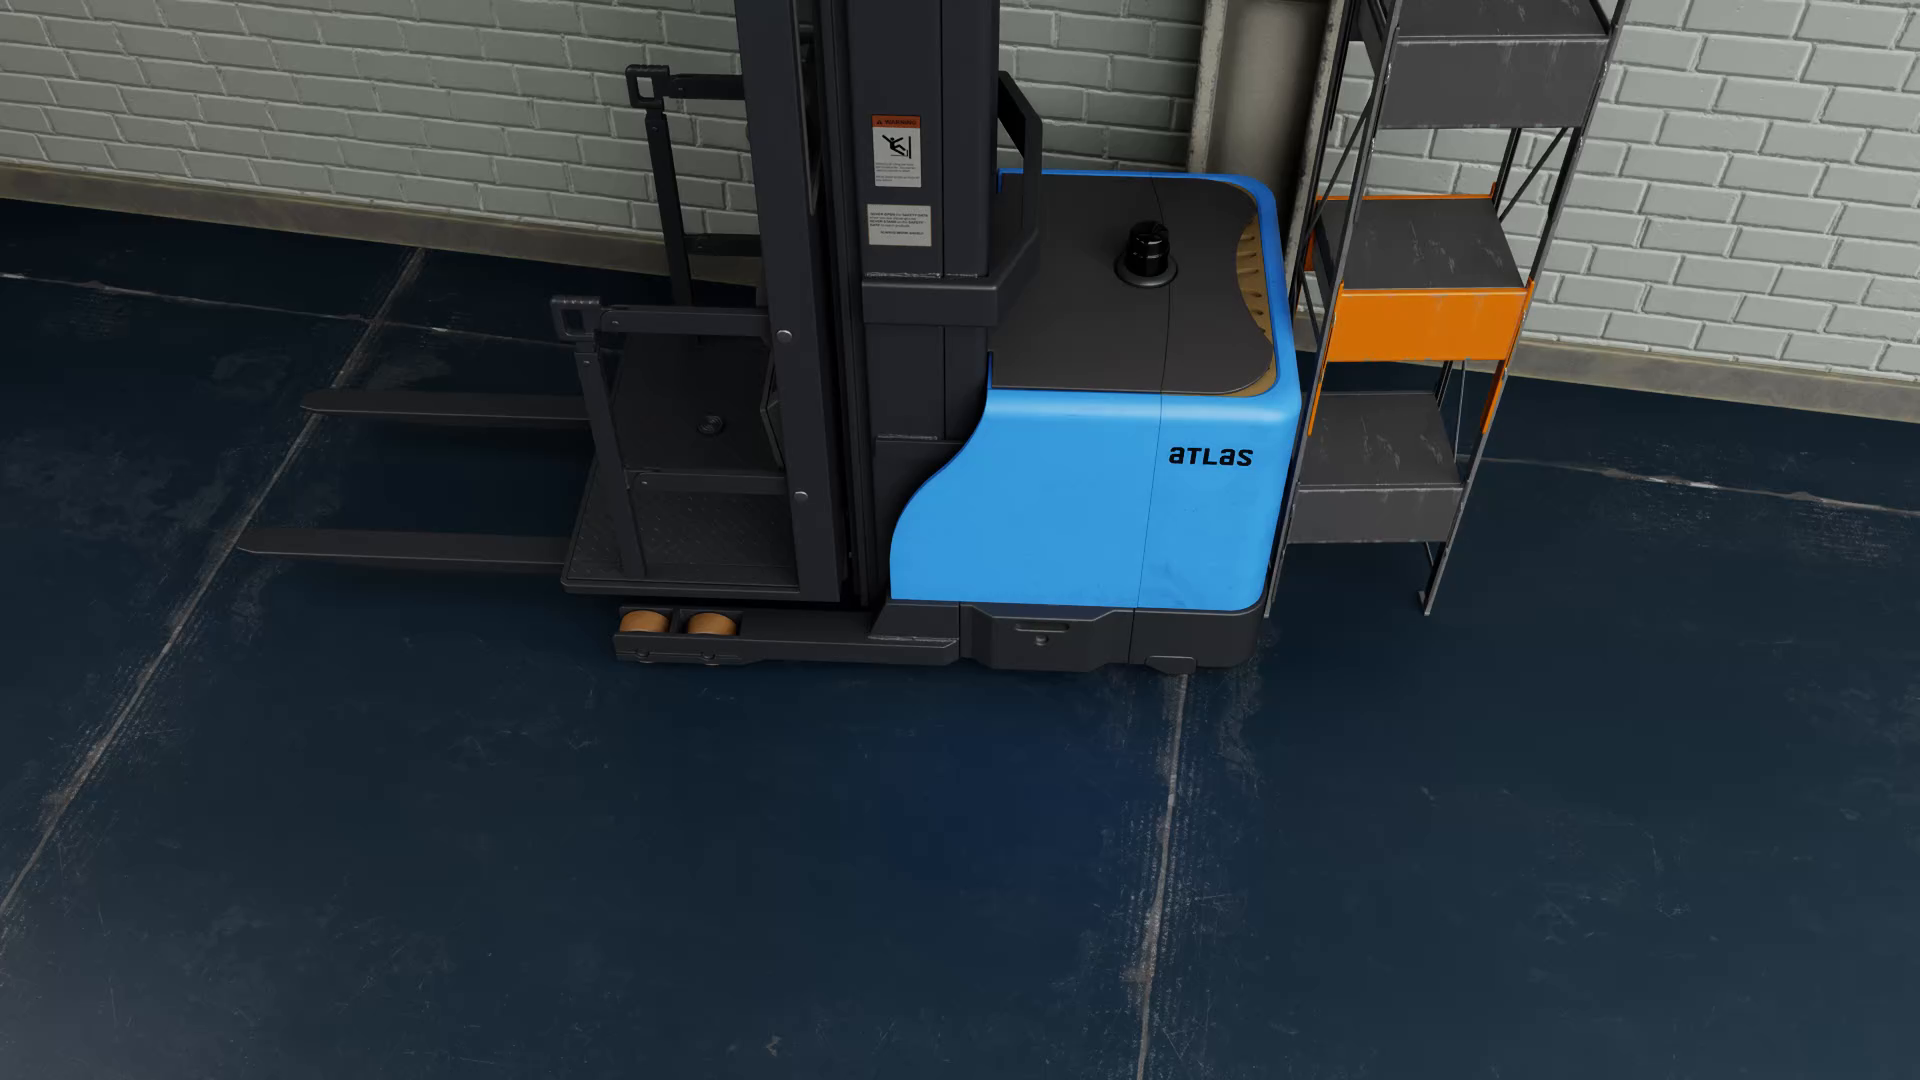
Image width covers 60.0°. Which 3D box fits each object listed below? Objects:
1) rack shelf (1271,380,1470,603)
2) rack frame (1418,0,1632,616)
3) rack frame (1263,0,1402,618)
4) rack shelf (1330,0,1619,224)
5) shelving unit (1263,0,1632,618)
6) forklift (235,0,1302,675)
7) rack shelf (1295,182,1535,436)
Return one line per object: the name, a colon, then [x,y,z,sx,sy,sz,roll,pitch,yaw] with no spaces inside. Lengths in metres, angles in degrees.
rack shelf: [1.167,-0.140,4.924,0.480,0.518,0.431,-1,48,-1]
rack frame: [1.411,-0.620,4.396,0.015,2.100,0.400,-1,48,-1]
rack frame: [0.923,-0.614,4.390,0.015,2.100,0.400,-1,48,-1]
rack shelf: [1.167,-1.076,3.882,0.480,0.518,0.431,-1,48,-1]
shelving unit: [1.167,-0.617,4.393,0.503,2.100,0.431,-1,48,-1]
forklift: [-0.622,-1.002,4.180,3.031,2.935,1.130,2,48,2]
rack shelf: [1.167,-0.608,4.403,0.480,0.518,0.431,-1,48,-1]
